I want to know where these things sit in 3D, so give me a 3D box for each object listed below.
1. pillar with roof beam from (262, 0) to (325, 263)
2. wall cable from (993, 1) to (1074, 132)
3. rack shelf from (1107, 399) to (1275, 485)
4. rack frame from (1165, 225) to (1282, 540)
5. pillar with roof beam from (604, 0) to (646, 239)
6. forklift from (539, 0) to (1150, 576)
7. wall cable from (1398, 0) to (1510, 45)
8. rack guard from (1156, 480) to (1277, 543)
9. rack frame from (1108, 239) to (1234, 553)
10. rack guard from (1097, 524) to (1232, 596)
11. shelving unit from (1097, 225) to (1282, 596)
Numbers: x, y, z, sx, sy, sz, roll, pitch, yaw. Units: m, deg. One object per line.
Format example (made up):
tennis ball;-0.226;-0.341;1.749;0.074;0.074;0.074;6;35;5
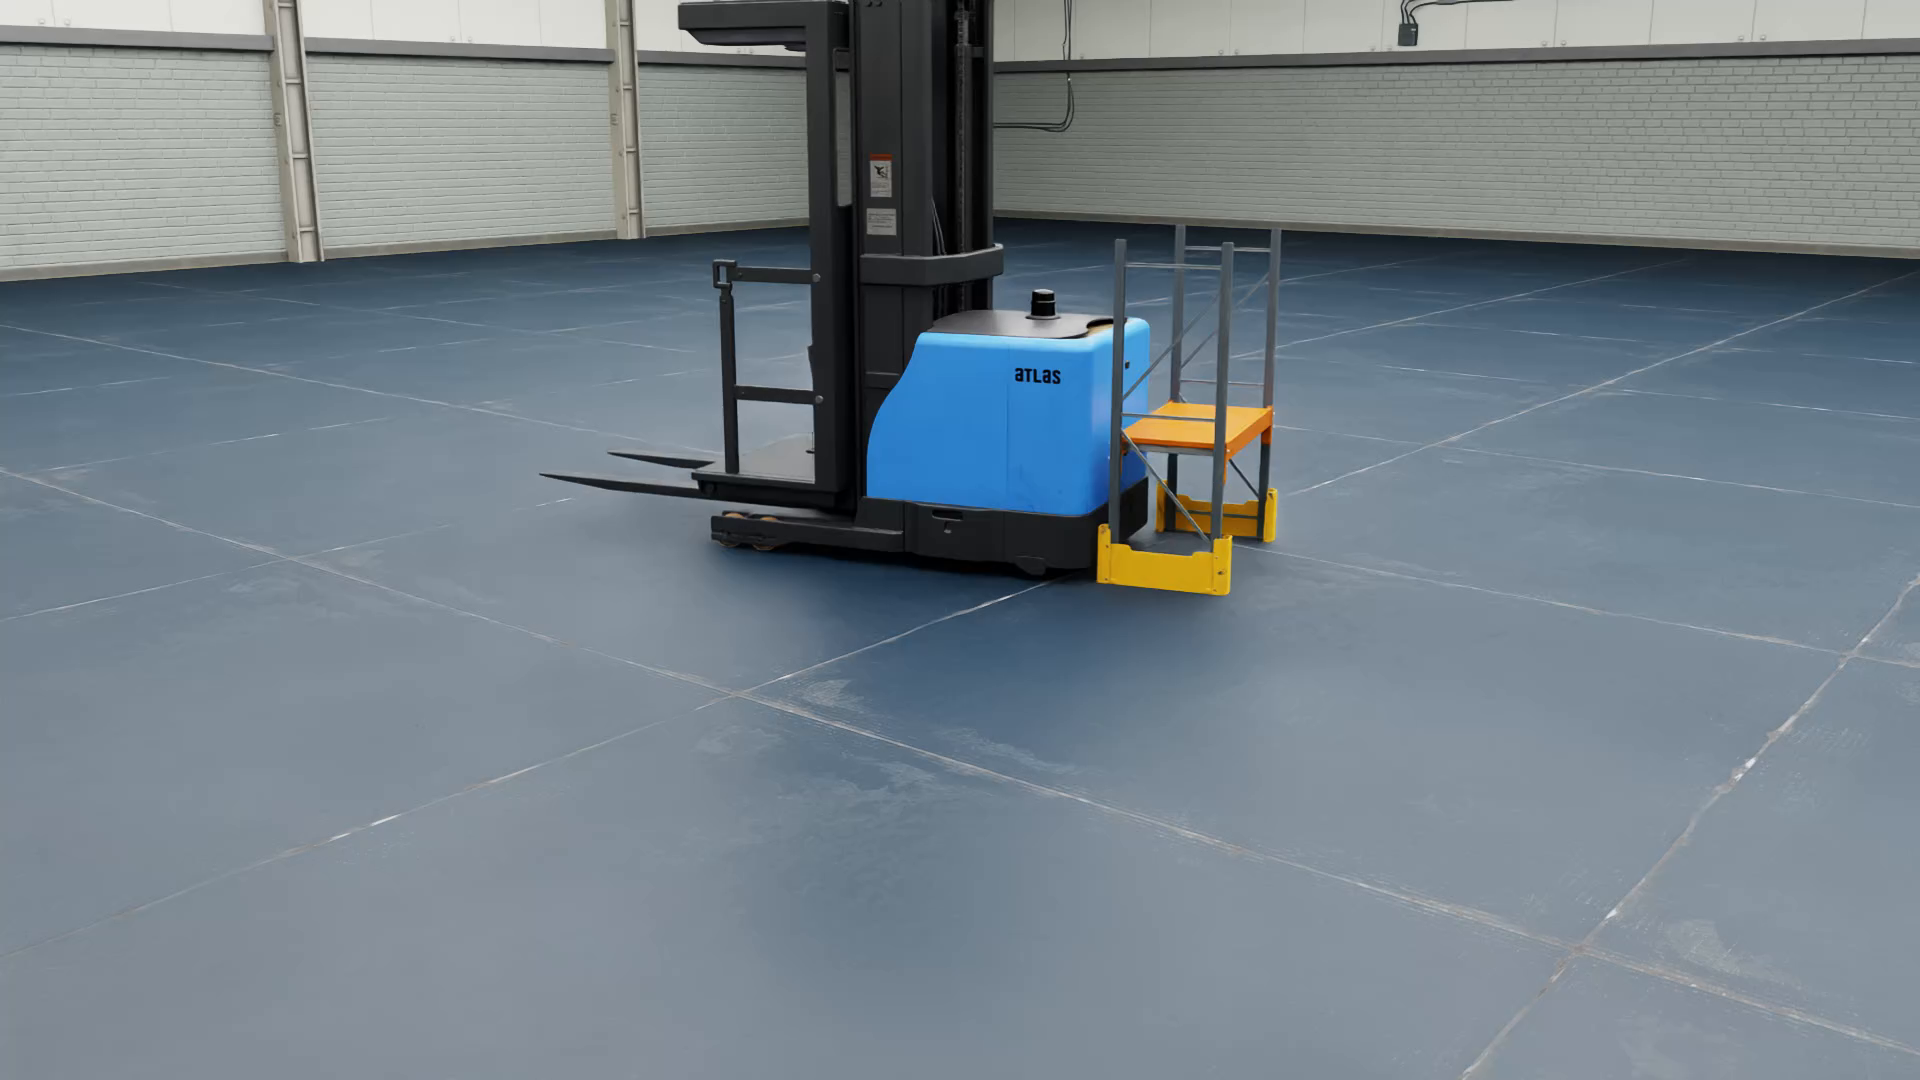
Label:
pillar with roof beam;-6.042;-7.700;20.158;9.100;9.000;0.400;11;18;38
wall cable;1.032;-9.519;33.624;3.097;2.526;0.112;11;18;38
rack shelf;1.078;-0.463;7.626;0.538;0.185;1.000;6;15;21
rack frame;1.265;-0.753;8.040;0.500;1.500;0.032;6;15;21
pillar with roof beam;-2.271;-8.849;24.681;9.100;9.000;0.400;11;18;38
forklift;-0.647;-1.477;7.986;3.031;2.935;1.130;6;15;22
wall cable;8.406;-11.200;27.028;2.305;6.003;0.169;11;18;38
rack guard;1.257;-0.143;8.177;0.587;0.250;0.087;6;15;21
rack frame;0.891;-0.521;7.124;0.500;1.500;0.032;6;15;21
rack guard;0.890;0.085;7.279;0.587;0.250;0.087;6;15;21
shelving unit;1.075;-0.635;7.574;0.587;1.500;1.083;6;15;21
